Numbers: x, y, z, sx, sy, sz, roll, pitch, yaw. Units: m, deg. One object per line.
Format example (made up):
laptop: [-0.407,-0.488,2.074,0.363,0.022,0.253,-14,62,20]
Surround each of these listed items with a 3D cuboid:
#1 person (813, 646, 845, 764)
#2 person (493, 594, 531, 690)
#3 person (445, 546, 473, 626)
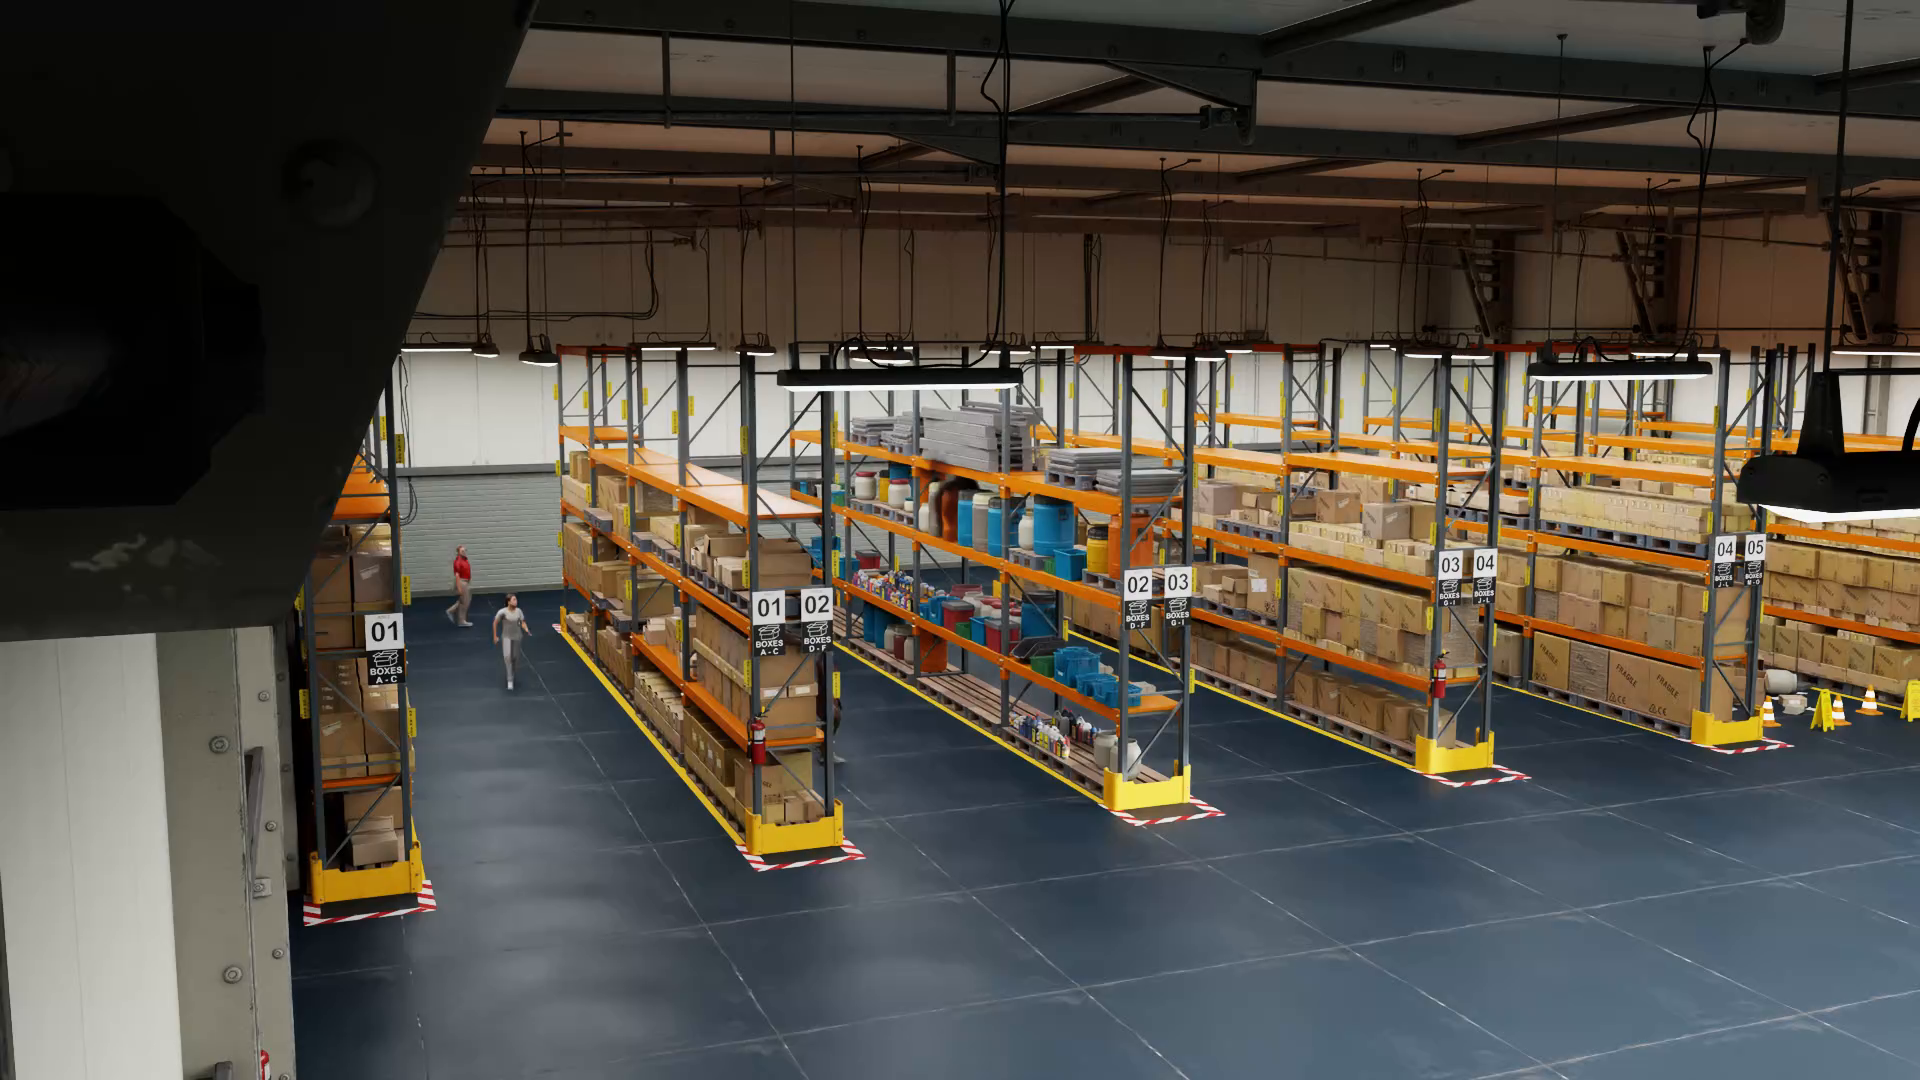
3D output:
person: [-1.905,2.373,24.316,0.421,1.811,0.687,-1,7,-6]
person: [-8.003,1.767,29.682,0.625,1.649,0.982,-3,8,-21]
person: [-10.647,0.979,35.321,0.547,1.705,0.613,-3,8,-24]
